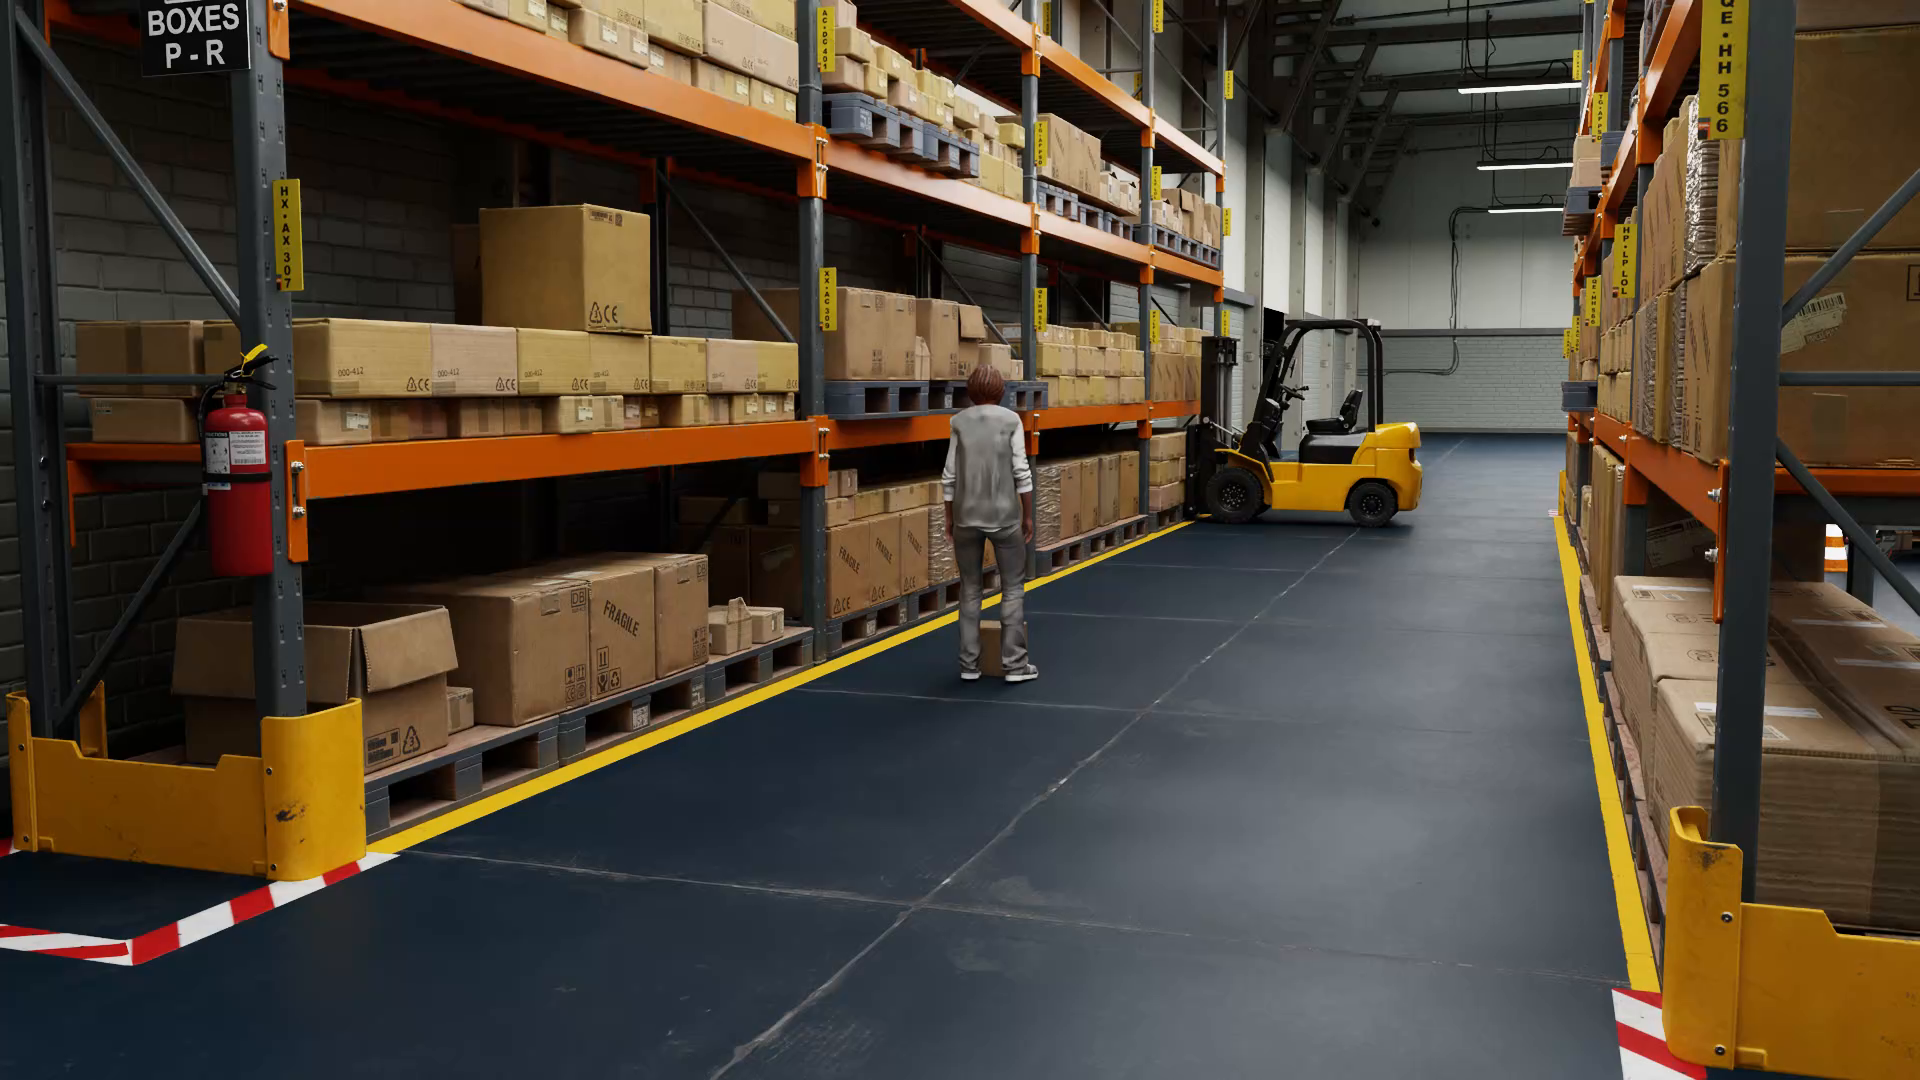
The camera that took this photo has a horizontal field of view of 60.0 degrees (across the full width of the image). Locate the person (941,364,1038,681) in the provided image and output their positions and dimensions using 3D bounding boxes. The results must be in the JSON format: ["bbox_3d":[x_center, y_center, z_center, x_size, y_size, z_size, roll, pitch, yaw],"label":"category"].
[{"bbox_3d":[0.145,-0.083,8.345,0.473,1.590,0.351,1,6,13],"label":"person"}]
